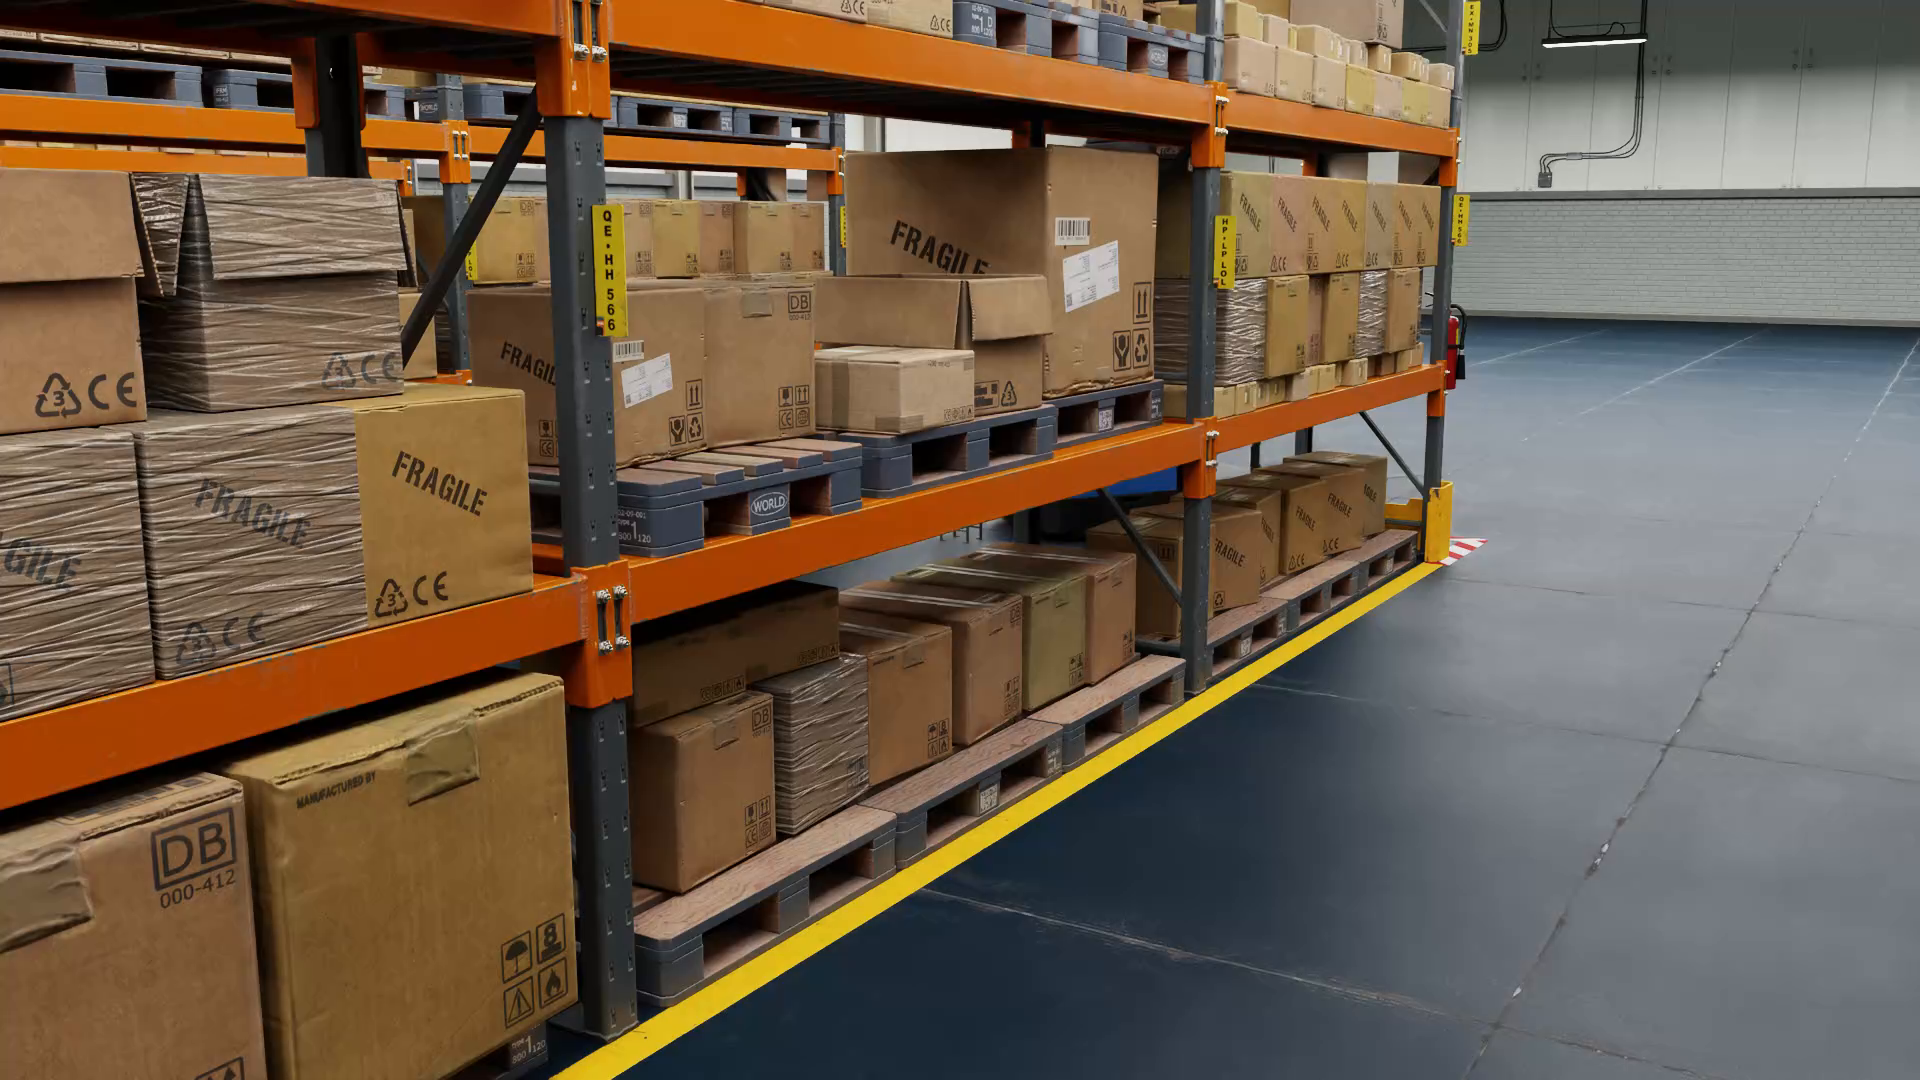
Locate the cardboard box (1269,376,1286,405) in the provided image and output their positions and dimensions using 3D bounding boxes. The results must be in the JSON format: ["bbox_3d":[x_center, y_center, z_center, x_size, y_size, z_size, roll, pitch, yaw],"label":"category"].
[{"bbox_3d":[1.461,-0.788,8.611,0.380,0.149,0.250,6,12,31],"label":"cardboard box"}]

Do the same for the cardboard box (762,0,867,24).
[{"bbox_3d":[-0.625,-1.688,4.992,0.500,0.250,0.500,7,13,32],"label":"cardboard box"}]

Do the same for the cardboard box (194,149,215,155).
[{"bbox_3d":[-6.572,-3.353,14.157,0.380,0.149,0.250,6,12,31],"label":"cardboard box"}]

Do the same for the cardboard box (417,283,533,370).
[{"bbox_3d":[-3.282,-1.409,10.837,0.875,0.550,0.550,6,12,31],"label":"cardboard box"}]

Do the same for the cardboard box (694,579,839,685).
[{"bbox_3d":[-0.765,0.294,5.708,0.500,0.250,0.500,8,13,37],"label":"cardboard box"}]

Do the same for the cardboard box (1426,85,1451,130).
[{"bbox_3d":[2.767,-2.716,10.482,0.500,0.250,0.500,7,13,32],"label":"cardboard box"}]

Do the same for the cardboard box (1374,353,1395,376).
[{"bbox_3d":[2.469,-1.106,10.309,0.380,0.149,0.250,6,12,31],"label":"cardboard box"}]

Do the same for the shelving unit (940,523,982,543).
[{"bbox_3d":[0.008,-0.592,11.770,0.258,1.200,0.189,6,12,31],"label":"shelving unit"}]

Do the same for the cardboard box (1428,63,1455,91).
[{"bbox_3d":[2.922,-2.939,10.587,0.380,0.149,0.250,6,12,31],"label":"cardboard box"}]

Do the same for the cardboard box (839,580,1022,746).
[{"bbox_3d":[-0.168,0.482,6.742,0.700,0.500,0.500,5,12,26],"label":"cardboard box"}]

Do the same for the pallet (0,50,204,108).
[{"bbox_3d":[-4.673,-2.311,8.424,1.003,0.211,1.213,7,13,33],"label":"pallet"}]

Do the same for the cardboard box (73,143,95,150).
[{"bbox_3d":[-7.157,-3.195,13.315,0.380,0.149,0.250,6,12,31],"label":"cardboard box"}]

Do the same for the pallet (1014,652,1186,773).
[{"bbox_3d":[0.320,0.707,7.520,1.003,0.211,1.213,6,12,31],"label":"pallet"}]

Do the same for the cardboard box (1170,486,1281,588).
[{"bbox_3d":[1.511,-0.019,9.472,0.500,0.500,0.500,5,12,26],"label":"cardboard box"}]

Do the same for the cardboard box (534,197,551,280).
[{"bbox_3d":[-3.056,-2.033,11.235,0.875,0.550,0.550,6,12,31],"label":"cardboard box"}]

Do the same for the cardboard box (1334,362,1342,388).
[{"bbox_3d":[1.950,-0.949,9.469,0.380,0.149,0.250,6,12,31],"label":"cardboard box"}]

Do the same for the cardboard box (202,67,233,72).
[{"bbox_3d":[-4.214,-2.743,9.489,0.250,0.149,0.380,6,12,31],"label":"cardboard box"}]

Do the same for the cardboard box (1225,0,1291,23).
[{"bbox_3d":[1.798,-3.123,9.811,0.500,0.500,0.500,6,12,30],"label":"cardboard box"}]

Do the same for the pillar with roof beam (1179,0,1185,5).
[{"bbox_3d":[8.209,-10.068,41.194,9.100,9.000,0.548,6,12,31],"label":"pillar with roof beam"}]

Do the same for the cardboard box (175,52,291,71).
[{"bbox_3d":[-3.917,-2.717,9.075,0.500,0.250,0.500,6,12,30],"label":"cardboard box"}]

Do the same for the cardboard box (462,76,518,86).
[{"bbox_3d":[-2.984,-2.907,10.366,0.380,0.149,0.250,6,12,30],"label":"cardboard box"}]

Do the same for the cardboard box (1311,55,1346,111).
[{"bbox_3d":[1.713,-2.394,8.763,0.500,0.250,0.500,6,12,28],"label":"cardboard box"}]

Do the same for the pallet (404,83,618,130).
[{"bbox_3d":[-3.030,-2.835,10.949,1.003,0.211,1.213,6,12,31],"label":"pallet"}]

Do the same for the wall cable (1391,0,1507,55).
[{"bbox_3d":[12.146,-13.454,41.634,3.097,2.526,0.112,6,12,31],"label":"wall cable"}]

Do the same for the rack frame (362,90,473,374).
[{"bbox_3d":[-3.463,-1.276,10.534,1.000,3.000,0.127,6,12,31],"label":"rack frame"}]

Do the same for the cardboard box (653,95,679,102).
[{"bbox_3d":[-2.194,-3.147,11.644,0.380,0.149,0.250,7,12,31],"label":"cardboard box"}]

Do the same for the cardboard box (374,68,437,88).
[{"bbox_3d":[-3.548,-2.971,10.703,0.380,0.149,0.250,6,12,30],"label":"cardboard box"}]

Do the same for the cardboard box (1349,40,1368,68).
[{"bbox_3d":[2.059,-2.696,9.291,0.380,0.149,0.250,6,12,28],"label":"cardboard box"}]

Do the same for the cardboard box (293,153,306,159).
[{"bbox_3d":[-6.073,-3.516,15.030,0.380,0.149,0.250,6,12,31],"label":"cardboard box"}]

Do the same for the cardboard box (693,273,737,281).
[{"bbox_3d":[-2.206,-1.752,12.667,0.875,0.550,0.550,6,12,31],"label":"cardboard box"}]

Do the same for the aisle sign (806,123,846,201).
[{"bbox_3d":[-1.094,-3.166,13.562,0.394,0.787,0.004,6,12,31],"label":"aisle sign"}]

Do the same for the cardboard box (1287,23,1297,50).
[{"bbox_3d":[1.485,-2.537,8.439,0.380,0.149,0.250,7,13,32],"label":"cardboard box"}]

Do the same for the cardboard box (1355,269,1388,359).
[{"bbox_3d":[2.037,-1.362,9.915,0.875,0.500,0.500,6,12,31],"label":"cardboard box"}]

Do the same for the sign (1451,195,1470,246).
[{"bbox_3d":[3.264,-2.084,10.843,0.100,0.325,0.005,6,12,31],"label":"sign"}]

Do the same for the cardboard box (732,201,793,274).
[{"bbox_3d":[-1.819,-2.360,12.980,0.875,0.550,0.550,6,12,31],"label":"cardboard box"}]

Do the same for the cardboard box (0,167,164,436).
[{"bbox_3d":[-2.088,-0.484,3.305,0.797,0.503,0.637,7,13,32],"label":"cardboard box"}]

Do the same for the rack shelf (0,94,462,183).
[{"bbox_3d":[-4.502,-2.083,8.644,1.077,0.370,4.000,6,12,31],"label":"rack shelf"}]

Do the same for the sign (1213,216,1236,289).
[{"bbox_3d":[1.199,-1.303,7.532,0.100,0.325,0.005,6,12,31],"label":"sign"}]

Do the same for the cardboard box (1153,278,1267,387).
[{"bbox_3d":[1.010,-1.047,8.228,0.875,0.500,0.500,6,12,31],"label":"cardboard box"}]

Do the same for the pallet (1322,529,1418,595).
[{"bbox_3d":[2.308,0.091,10.807,1.003,0.211,1.213,6,12,31],"label":"pallet"}]

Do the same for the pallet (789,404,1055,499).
[{"bbox_3d":[-0.361,-0.378,6.260,1.003,0.211,1.213,6,12,31],"label":"pallet"}]

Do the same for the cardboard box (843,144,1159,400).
[{"bbox_3d":[0.191,-1.176,7.229,1.000,1.000,1.000,6,12,31],"label":"cardboard box"}]

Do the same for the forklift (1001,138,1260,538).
[{"bbox_3d":[1.746,-1.623,12.574,3.031,2.935,1.130,-6,12,-27],"label":"forklift"}]

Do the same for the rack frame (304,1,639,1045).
[{"bbox_3d":[-1.354,-0.157,4.558,1.000,3.000,0.127,6,12,31],"label":"rack frame"}]

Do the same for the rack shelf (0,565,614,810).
[{"bbox_3d":[-2.392,0.511,2.944,1.077,0.370,4.000,6,12,31],"label":"rack shelf"}]

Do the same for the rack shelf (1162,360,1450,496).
[{"bbox_3d":[1.762,-0.747,9.665,1.077,0.370,4.000,6,12,31],"label":"rack shelf"}]

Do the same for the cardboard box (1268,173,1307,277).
[{"bbox_3d":[1.432,-1.599,8.459,0.500,0.500,0.500,6,12,31],"label":"cardboard box"}]

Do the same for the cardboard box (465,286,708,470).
[{"bbox_3d":[-1.107,-0.502,4.984,0.500,0.500,0.500,5,12,24],"label":"cardboard box"}]

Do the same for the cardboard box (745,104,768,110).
[{"bbox_3d":[-1.666,-3.307,12.502,0.380,0.149,0.250,7,12,31],"label":"cardboard box"}]

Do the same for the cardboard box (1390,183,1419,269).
[{"bbox_3d":[2.471,-1.913,10.139,0.500,0.500,0.500,6,12,31],"label":"cardboard box"}]
